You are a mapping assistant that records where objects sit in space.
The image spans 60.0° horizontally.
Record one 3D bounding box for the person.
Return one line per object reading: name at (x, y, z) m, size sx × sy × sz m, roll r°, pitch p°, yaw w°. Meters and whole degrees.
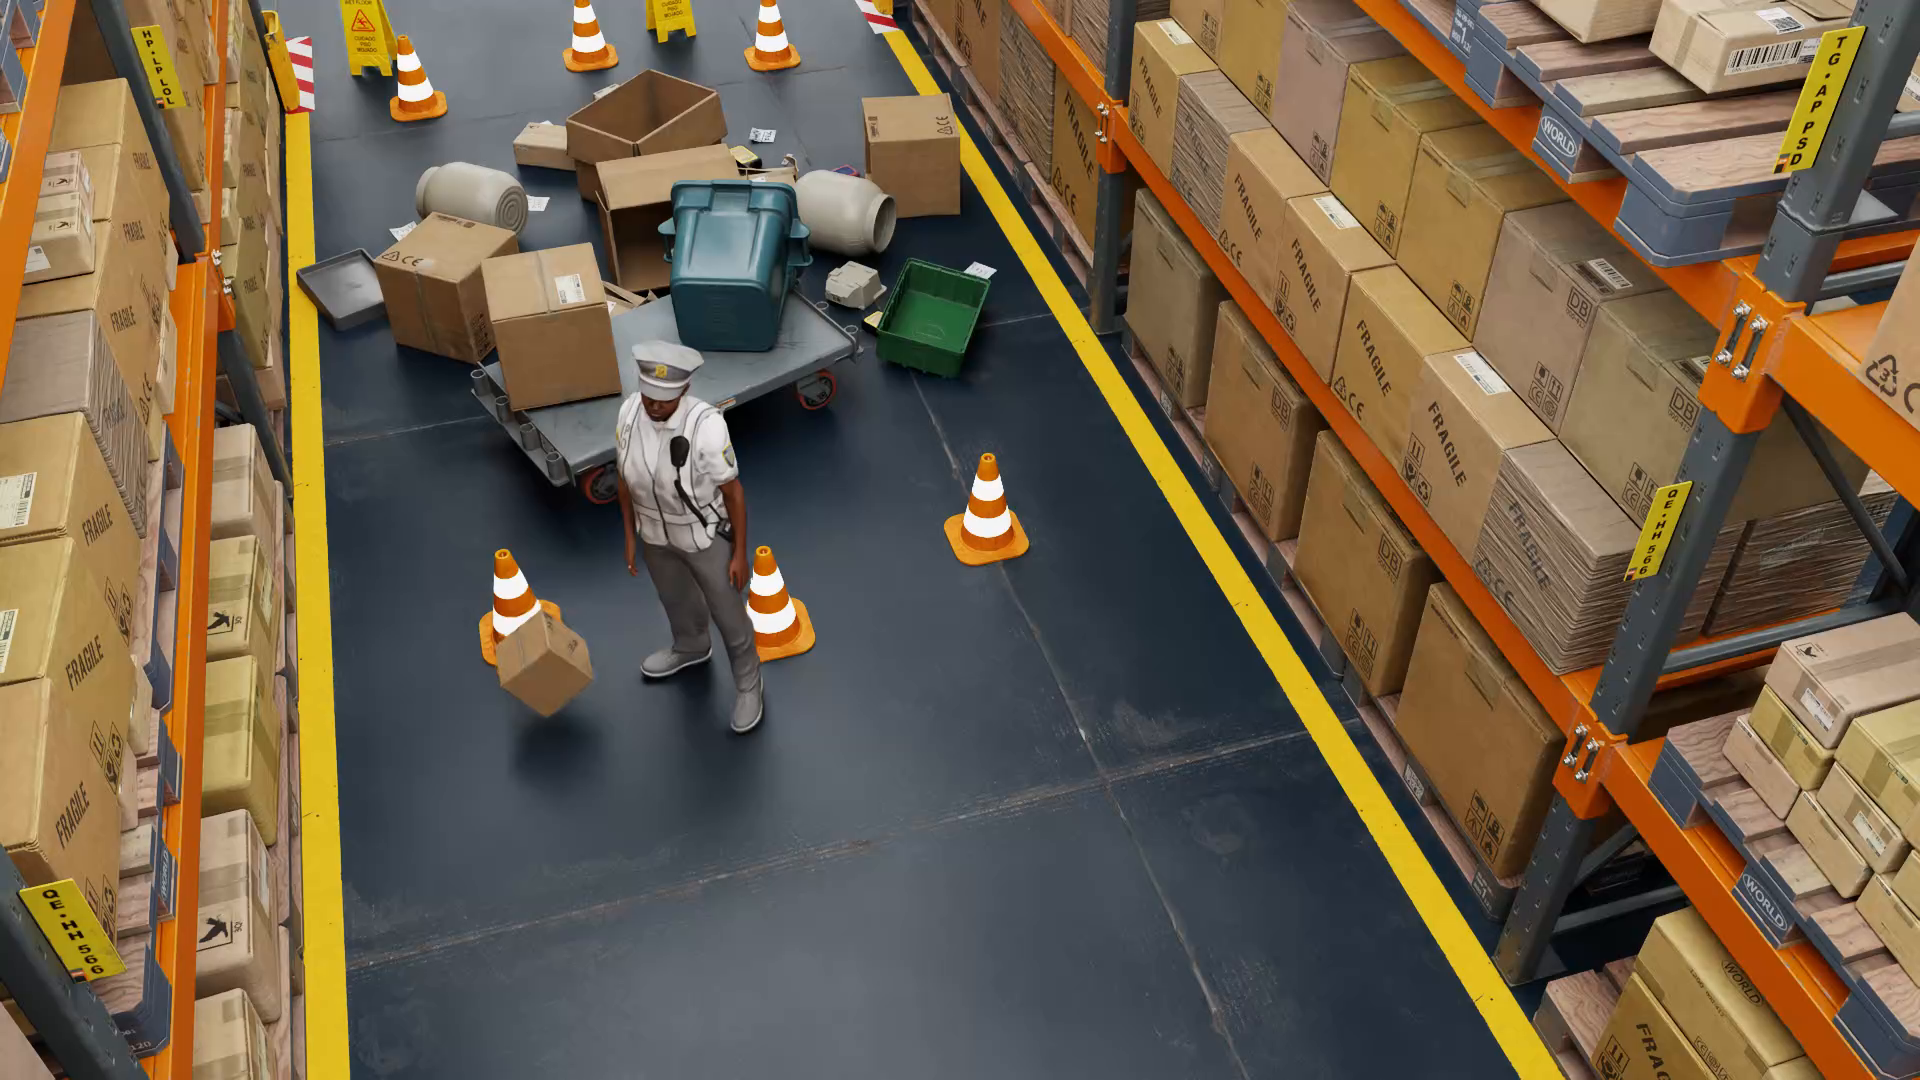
person at (-1.023, -0.026, 6.144) m, size 0.585 × 1.685 × 0.368 m, roll 16°, pitch 45°, yaw 17°
